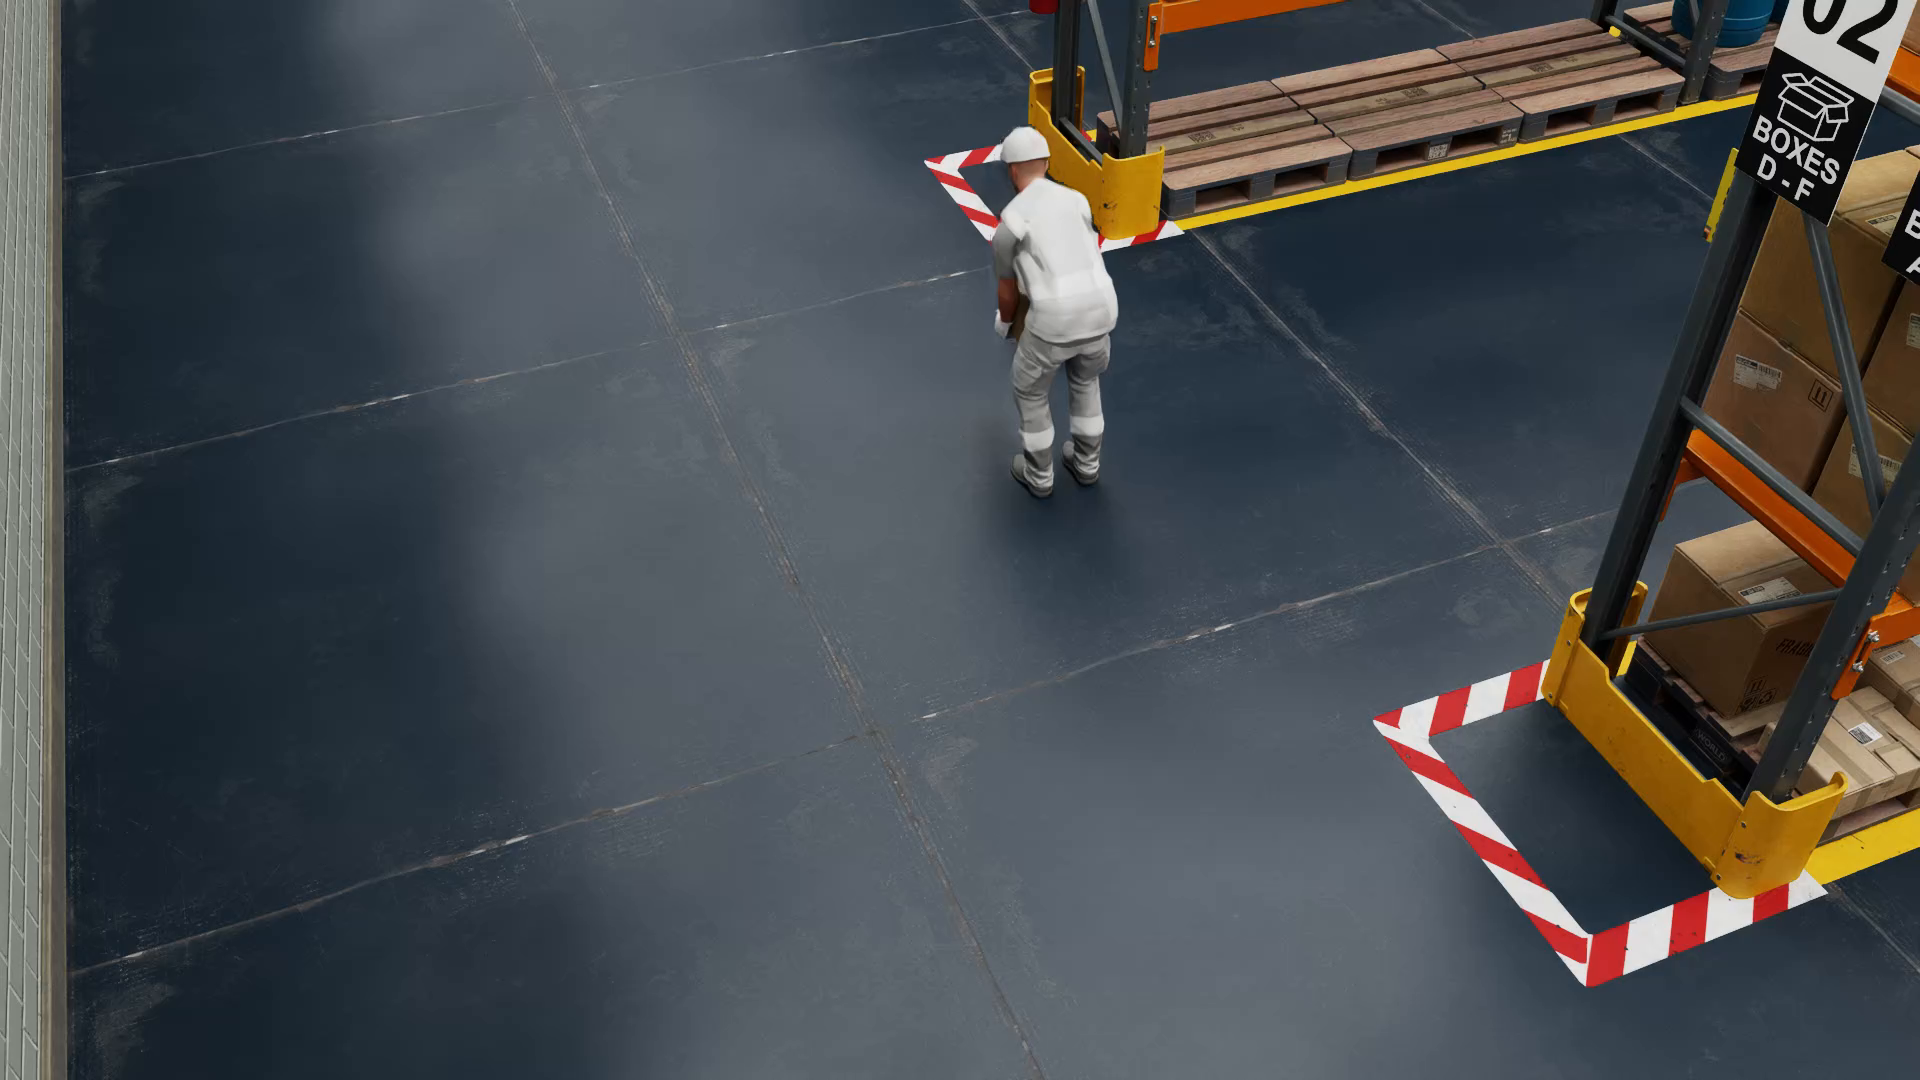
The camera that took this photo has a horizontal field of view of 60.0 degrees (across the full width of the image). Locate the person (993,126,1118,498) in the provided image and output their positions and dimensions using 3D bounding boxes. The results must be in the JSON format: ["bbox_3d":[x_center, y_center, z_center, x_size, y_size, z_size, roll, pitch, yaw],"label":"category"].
[{"bbox_3d":[0.384,-1.001,7.416,0.485,1.603,0.770,-16,44,-17],"label":"person"}]
